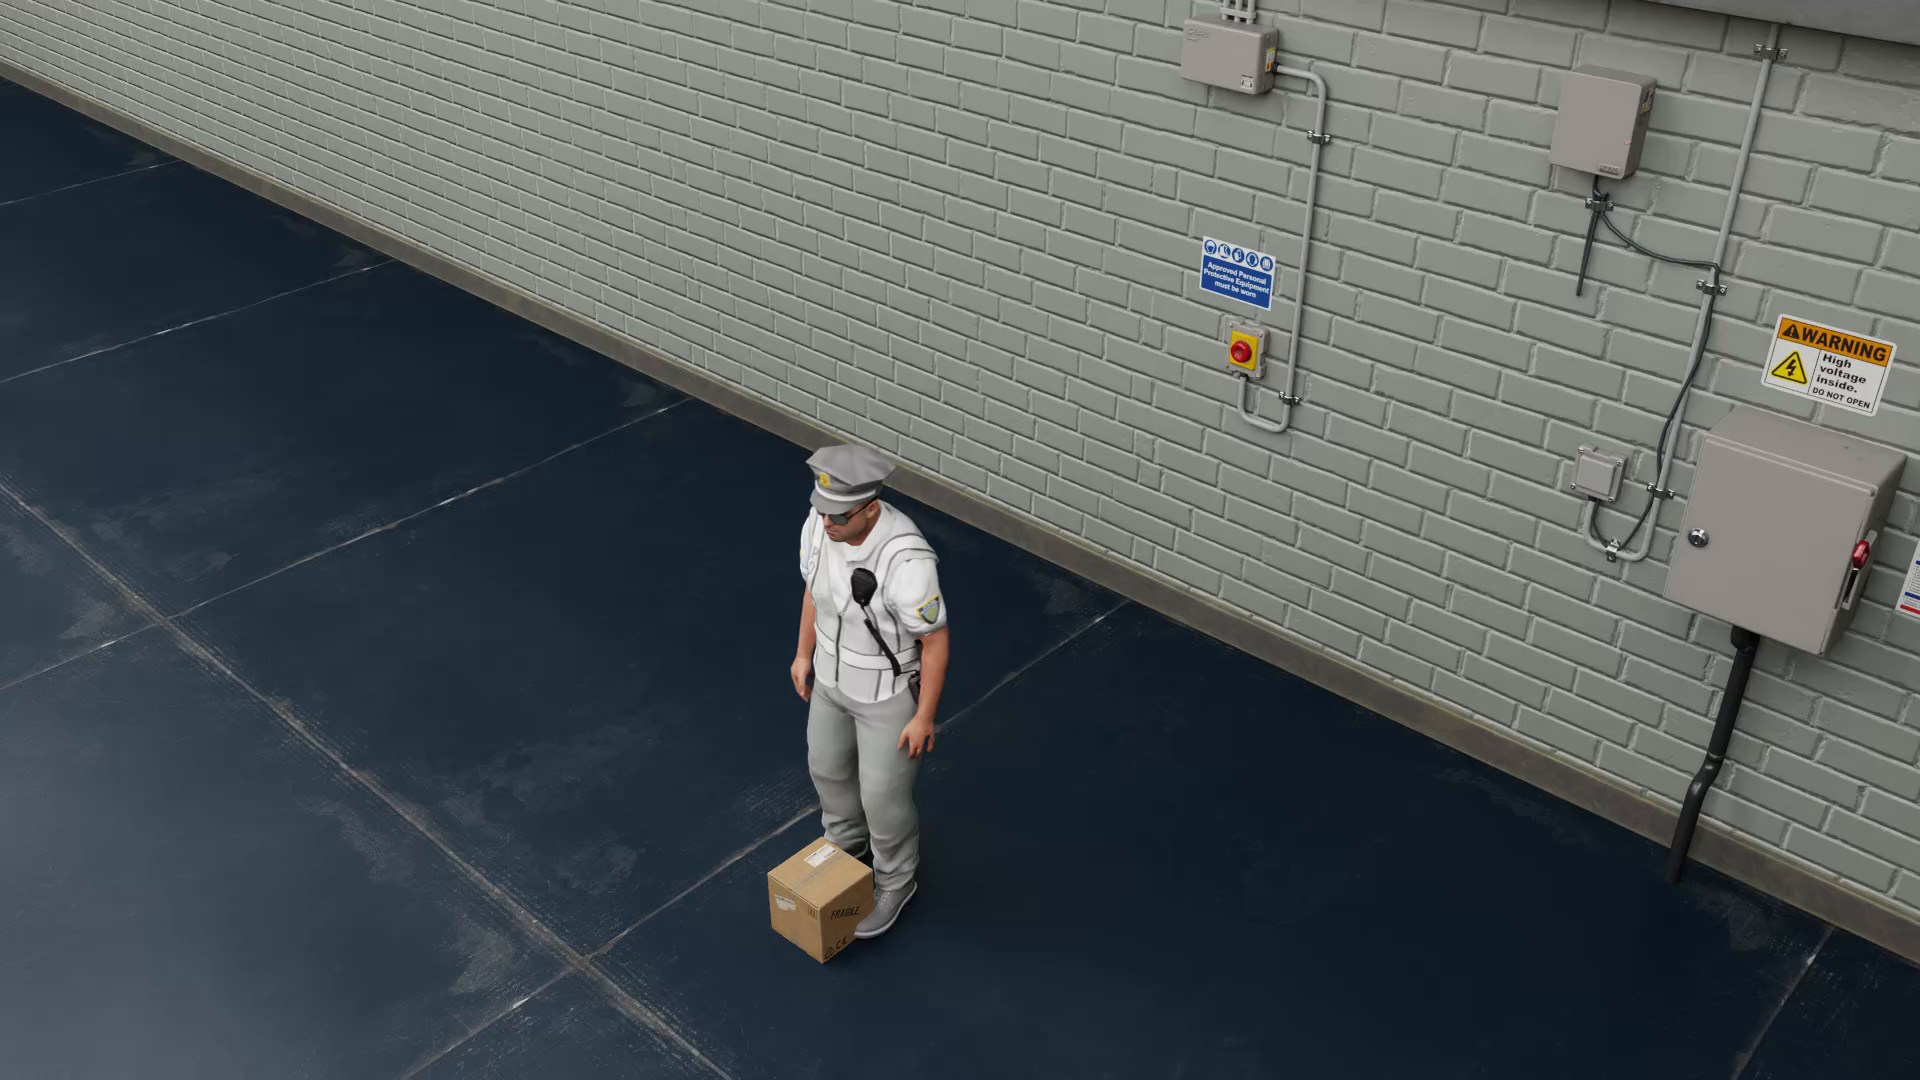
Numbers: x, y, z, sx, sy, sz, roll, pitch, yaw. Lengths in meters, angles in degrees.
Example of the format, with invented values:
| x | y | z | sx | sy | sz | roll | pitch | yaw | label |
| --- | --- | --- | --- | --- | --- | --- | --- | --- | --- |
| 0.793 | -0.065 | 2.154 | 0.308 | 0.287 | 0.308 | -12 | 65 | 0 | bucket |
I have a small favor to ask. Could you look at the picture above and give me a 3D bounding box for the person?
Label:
| x | y | z | sx | sy | sz | roll | pitch | yaw | label |
| --- | --- | --- | --- | --- | --- | --- | --- | --- | --- |
| -0.295 | 0.466 | 5.357 | 0.594 | 1.745 | 0.467 | 24 | 39 | 34 | person |
